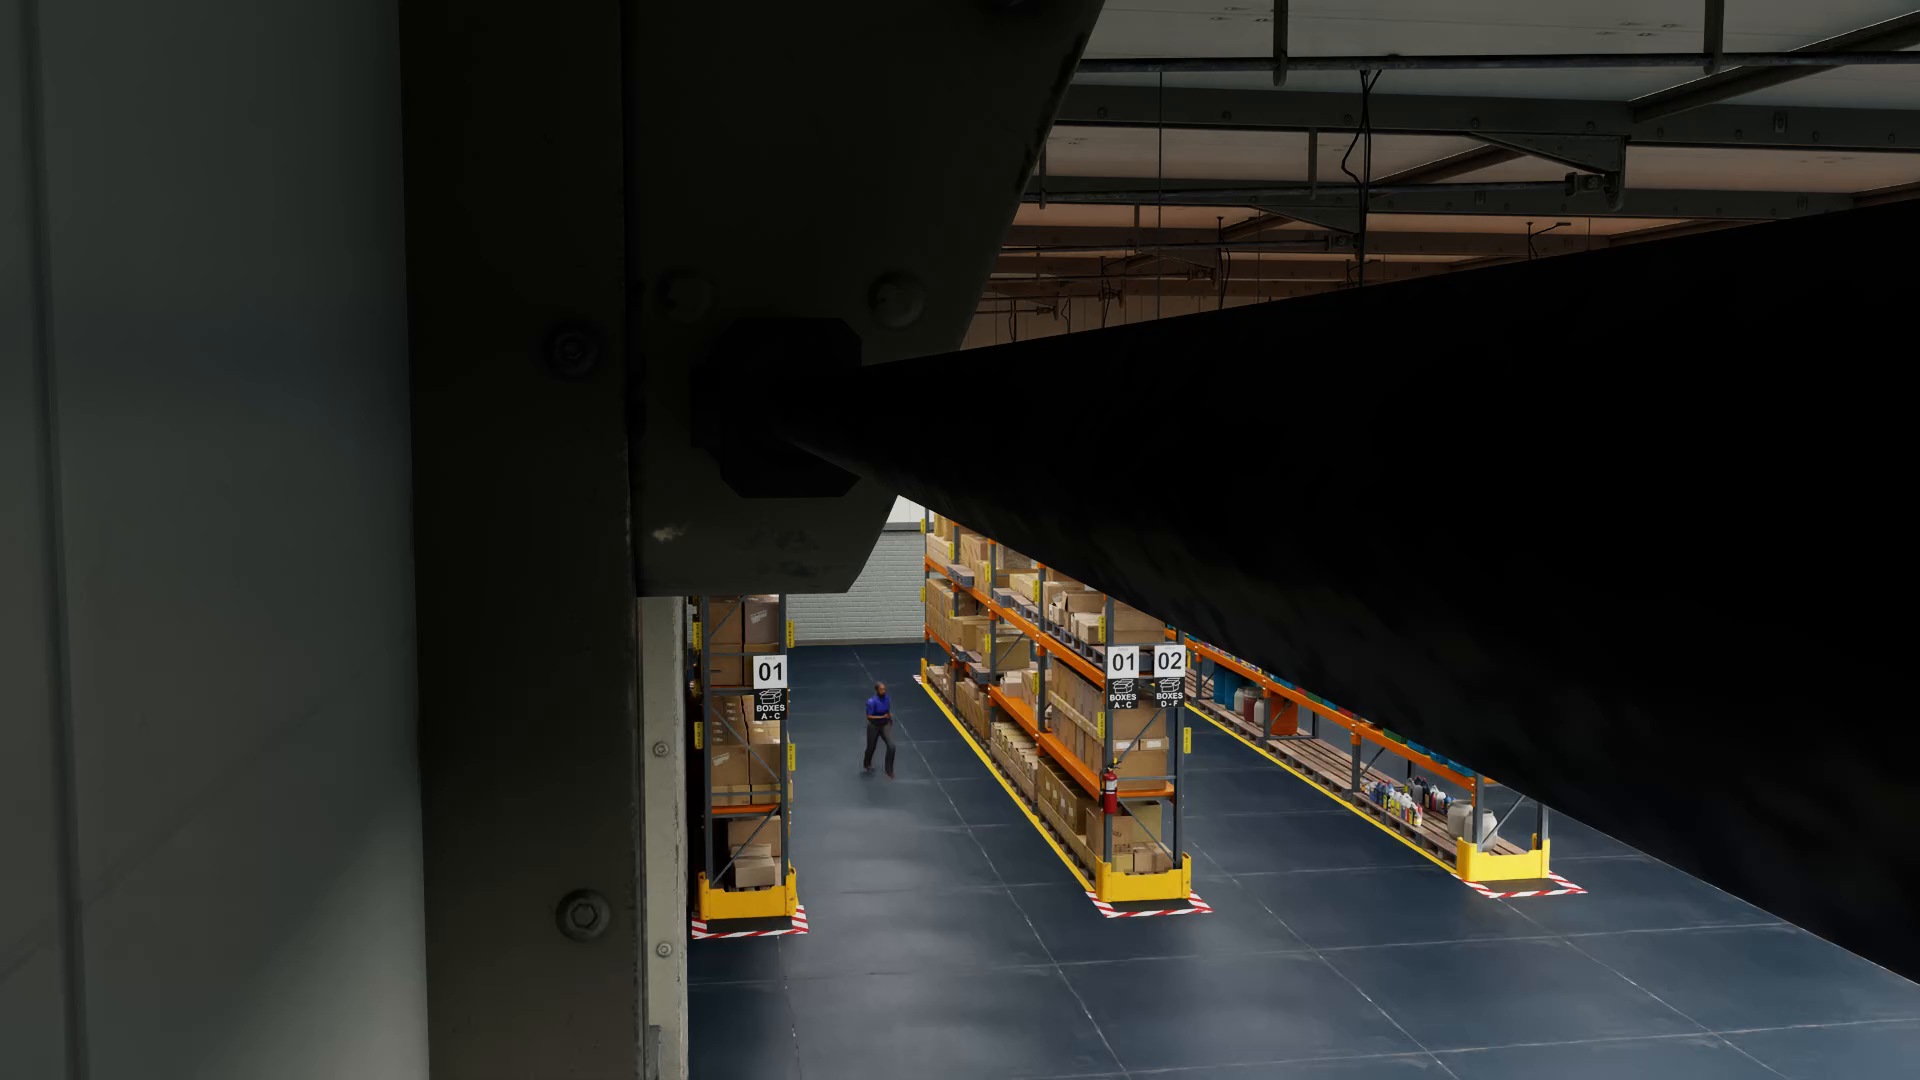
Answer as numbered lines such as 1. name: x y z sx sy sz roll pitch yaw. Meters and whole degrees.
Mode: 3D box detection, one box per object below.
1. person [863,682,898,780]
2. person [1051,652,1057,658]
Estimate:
1. person: -1.353 3.120 27.395 0.578 1.641 0.893 -3 6 -31
2. person: 2.147 2.561 33.394 0.698 1.729 1.006 -1 5 -12
